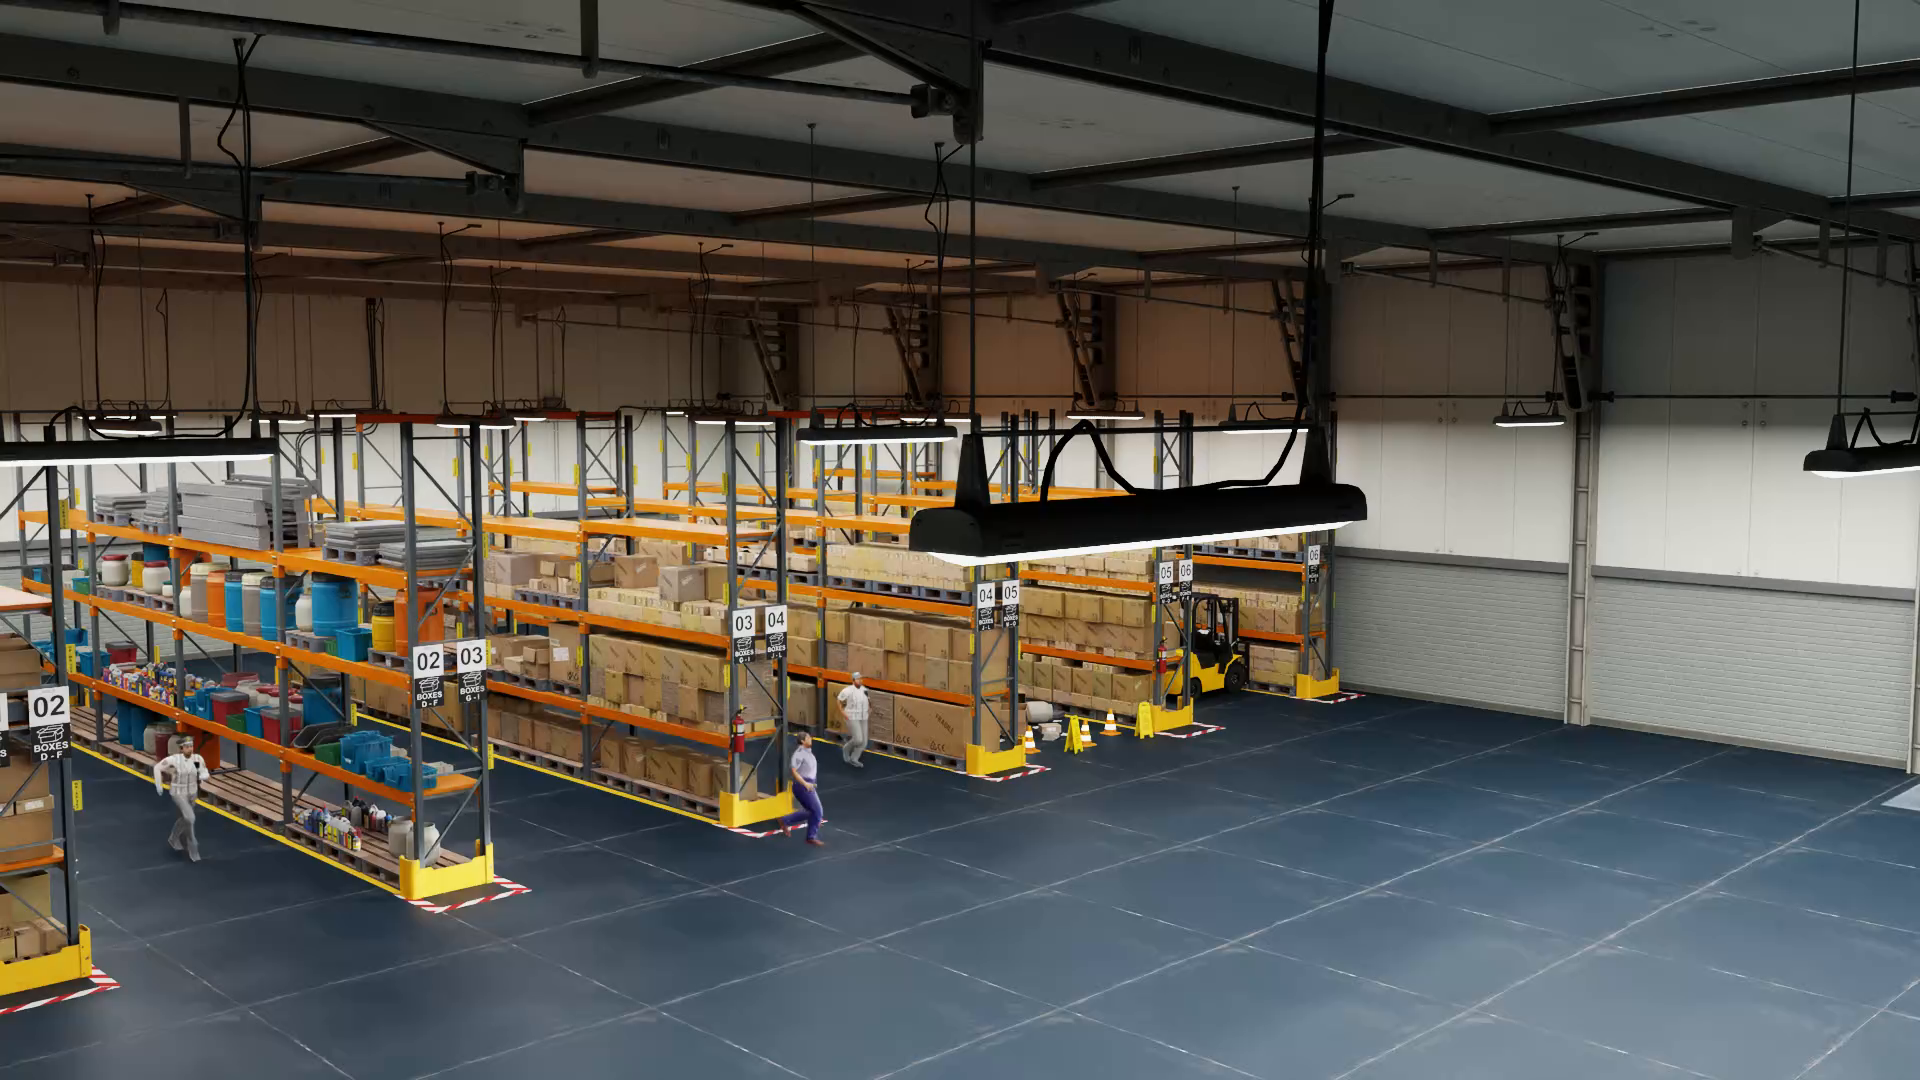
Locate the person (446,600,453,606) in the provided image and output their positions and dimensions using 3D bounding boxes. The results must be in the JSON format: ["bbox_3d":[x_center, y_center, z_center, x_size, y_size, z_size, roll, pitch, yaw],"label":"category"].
[{"bbox_3d":[-11.903,2.204,38.508,0.631,1.619,0.607,0,5,5],"label":"person"}]

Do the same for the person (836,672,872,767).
[{"bbox_3d":[-1.737,3.060,28.311,0.668,1.628,0.506,-4,7,-41],"label":"person"}]

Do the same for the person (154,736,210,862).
[{"bbox_3d":[-10.649,3.519,22.800,0.814,1.726,0.636,4,6,38],"label":"person"}]

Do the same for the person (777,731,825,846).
[{"bbox_3d":[-2.239,3.505,23.516,0.667,1.621,0.632,0,5,2],"label":"person"}]
